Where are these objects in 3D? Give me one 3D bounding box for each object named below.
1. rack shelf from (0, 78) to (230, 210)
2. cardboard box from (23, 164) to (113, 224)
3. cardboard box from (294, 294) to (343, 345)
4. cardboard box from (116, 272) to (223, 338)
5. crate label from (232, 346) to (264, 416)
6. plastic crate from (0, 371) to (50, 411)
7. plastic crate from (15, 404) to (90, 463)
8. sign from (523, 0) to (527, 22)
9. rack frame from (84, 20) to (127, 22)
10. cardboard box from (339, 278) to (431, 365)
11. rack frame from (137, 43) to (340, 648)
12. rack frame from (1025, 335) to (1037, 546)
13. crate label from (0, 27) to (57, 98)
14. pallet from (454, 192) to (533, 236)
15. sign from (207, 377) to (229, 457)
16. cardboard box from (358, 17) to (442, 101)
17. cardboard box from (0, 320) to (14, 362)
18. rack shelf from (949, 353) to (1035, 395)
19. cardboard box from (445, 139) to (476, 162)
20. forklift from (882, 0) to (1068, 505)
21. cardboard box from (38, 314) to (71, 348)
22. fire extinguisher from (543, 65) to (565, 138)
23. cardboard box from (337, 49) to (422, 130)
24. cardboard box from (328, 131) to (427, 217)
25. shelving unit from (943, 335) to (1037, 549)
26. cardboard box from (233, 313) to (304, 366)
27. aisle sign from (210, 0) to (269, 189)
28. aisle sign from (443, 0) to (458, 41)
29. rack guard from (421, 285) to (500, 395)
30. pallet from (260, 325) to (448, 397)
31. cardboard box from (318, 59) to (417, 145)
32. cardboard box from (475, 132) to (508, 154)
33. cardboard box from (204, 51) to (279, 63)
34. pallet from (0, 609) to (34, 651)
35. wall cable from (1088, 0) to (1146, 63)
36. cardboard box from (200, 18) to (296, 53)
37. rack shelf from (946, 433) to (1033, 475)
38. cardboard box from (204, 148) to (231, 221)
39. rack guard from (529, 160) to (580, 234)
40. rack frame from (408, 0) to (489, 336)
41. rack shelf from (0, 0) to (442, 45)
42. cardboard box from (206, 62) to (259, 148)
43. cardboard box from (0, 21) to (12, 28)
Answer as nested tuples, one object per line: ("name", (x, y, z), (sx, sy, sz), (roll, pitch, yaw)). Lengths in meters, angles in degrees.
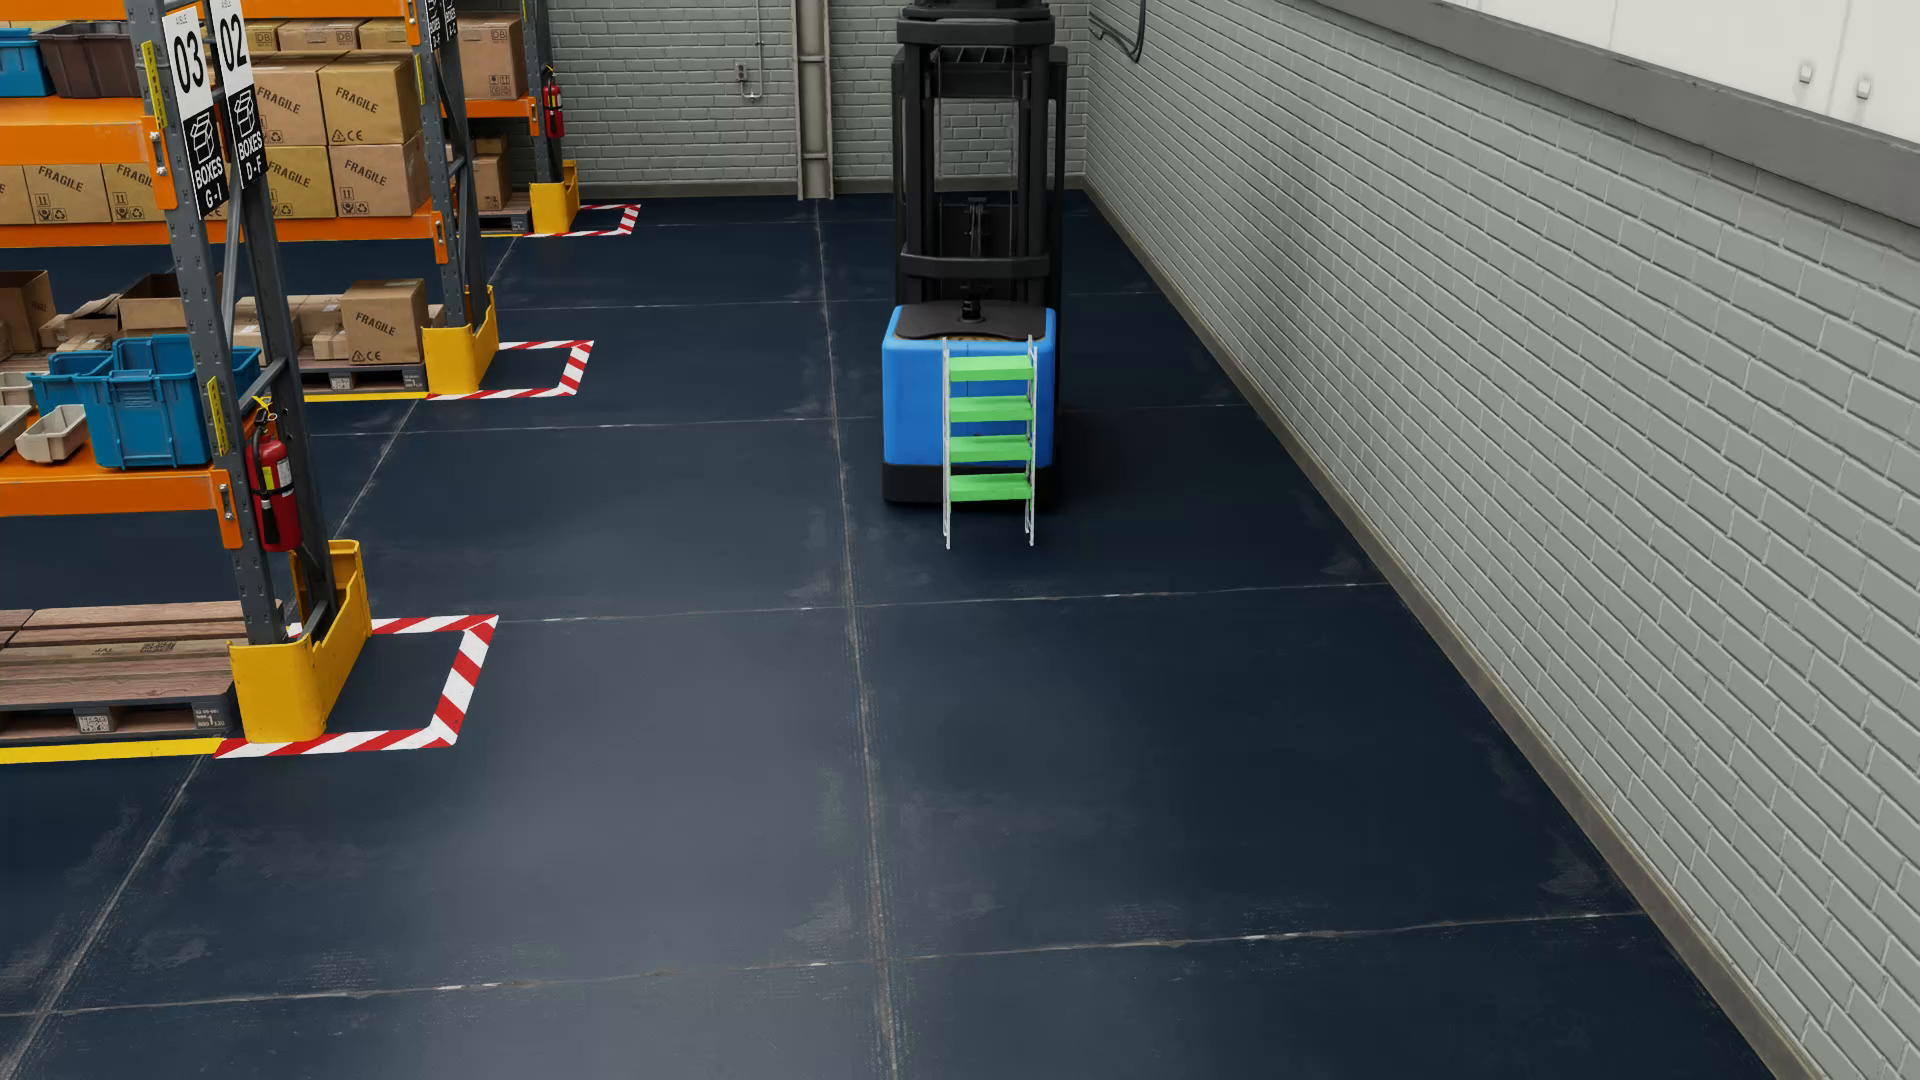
("rack shelf", (-5.195, -1.630, 6.917), (4.000, 0.370, 1.077), (-2, 24, -5))
("cardboard box", (-6.127, -2.507, 11.575), (0.500, 0.500, 0.500), (-2, 24, -5))
("cardboard box", (-4.755, -1.688, 12.698), (0.500, 0.250, 0.500), (-2, 24, -5))
("cardboard box", (-5.799, -1.648, 12.296), (0.637, 0.503, 0.797), (-2, 24, -5))
("crate label", (-3.483, -0.742, 7.859), (0.303, 0.233, 0.416), (-2, 24, -5))
("plastic crate", (-4.485, -0.692, 7.864), (0.298, 0.136, 0.250), (-2, 24, -5))
("plastic crate", (-3.999, -0.469, 7.363), (0.243, 0.136, 0.396), (-2, 24, -5))
("sign", (-4.139, -5.090, 15.791), (0.005, 0.325, 0.100), (-2, 24, -5))
("rack frame", (-8.159, -4.513, 16.210), (0.127, 3.000, 1.000), (-2, 24, -5))
("cardboard box", (-4.205, -1.608, 12.210), (0.500, 0.500, 0.500), (-2, 24, -5))
("rack frame", (-3.205, -0.668, 7.560), (0.127, 3.000, 1.000), (-2, 24, -5))
("rack frame", (0.408, -0.565, 9.543), (0.015, 1.200, 0.240), (-2, 24, -5))
("crate label", (-4.155, -2.064, 7.192), (0.502, 0.251, 0.408), (-2, 24, -5))
("pallet", (-4.967, -3.335, 16.992), (1.213, 0.211, 1.003), (-2, 24, -5))
("sign", (-3.135, -0.521, 7.028), (0.005, 0.325, 0.100), (-2, 24, -5))
("cardboard box", (-5.408, -4.751, 16.378), (0.700, 0.700, 0.980), (-2, 24, -6))
("cardboard box", (-7.230, -1.412, 12.003), (0.500, 0.311, 0.500), (-2, 24, -5))
("rack shelf", (0.165, -0.935, 9.352), (0.480, 0.148, 0.258), (-2, 24, -5))
("cardboard box", (-4.975, -3.871, 16.529), (0.250, 0.149, 0.380), (-3, 24, -6))
("forklift", (0.134, -2.108, 10.884), (1.130, 2.935, 3.031), (1, 24, 3))
("cardboard box", (-6.762, -1.585, 12.592), (0.250, 0.149, 0.380), (-2, 24, -5))
("fire extinguisher", (-3.983, -4.286, 16.254), (0.183, 0.674, 0.296), (-2, 24, -5))
("cardboard box", (-4.155, -3.262, 12.041), (0.500, 0.500, 0.500), (-2, 24, -4))
("cardboard box", (-4.107, -2.588, 11.756), (0.500, 0.500, 0.500), (-2, 24, -4))
("shelving unit", (0.165, -0.555, 9.521), (0.503, 1.200, 0.258), (-2, 24, -5))
("cardboard box", (-5.153, -1.468, 12.203), (0.500, 0.250, 0.500), (-2, 24, -5))
("aisle sign", (-3.162, -1.979, 7.308), (0.004, 0.787, 0.394), (-2, 24, -5))
("aisle sign", (-3.649, -3.980, 11.810), (0.004, 0.787, 0.394), (-2, 24, -5))
("rack guard", (-3.764, -1.525, 12.565), (0.348, 0.500, 1.175), (-2, 24, -5))
("pallet", (-4.557, -1.361, 12.552), (1.213, 0.211, 1.003), (-2, 24, -5))
("cardboard box", (-4.104, -3.044, 11.551), (0.500, 0.500, 0.500), (-3, 24, -6))
("cardboard box", (-4.761, -4.036, 16.899), (0.250, 0.149, 0.380), (-2, 24, -5))
("cardboard box", (-5.173, -3.220, 11.947), (0.500, 0.500, 0.500), (-2, 24, -4))
("pallet", (-5.241, 0.671, 7.981), (1.213, 0.211, 1.003), (-2, 24, -5))
("wall cable", (1.485, -6.076, 16.164), (0.112, 2.526, 3.097), (-2, 24, -5))
("cardboard box", (-6.891, -4.692, 16.243), (0.700, 0.700, 0.980), (-3, 24, -6))
("rack shelf", (0.165, -0.496, 9.547), (0.480, 0.148, 0.258), (-2, 24, -5))
("cardboard box", (-5.120, -2.548, 11.667), (0.500, 0.500, 0.500), (-2, 24, -5))
("rack guard", (-4.155, -3.531, 17.079), (0.348, 0.500, 1.175), (-2, 24, -5))
("rack frame", (-3.688, -2.670, 12.065), (0.127, 3.000, 1.000), (-2, 24, -5))
("rack shelf", (-5.678, -3.632, 11.422), (4.000, 0.370, 1.077), (-2, 24, -5))
("cardboard box", (-5.122, -3.001, 11.454), (0.500, 0.500, 0.500), (-2, 24, -4))
("cardboard box", (-9.109, -4.908, 15.661), (0.500, 0.250, 0.500), (-2, 24, -4))
